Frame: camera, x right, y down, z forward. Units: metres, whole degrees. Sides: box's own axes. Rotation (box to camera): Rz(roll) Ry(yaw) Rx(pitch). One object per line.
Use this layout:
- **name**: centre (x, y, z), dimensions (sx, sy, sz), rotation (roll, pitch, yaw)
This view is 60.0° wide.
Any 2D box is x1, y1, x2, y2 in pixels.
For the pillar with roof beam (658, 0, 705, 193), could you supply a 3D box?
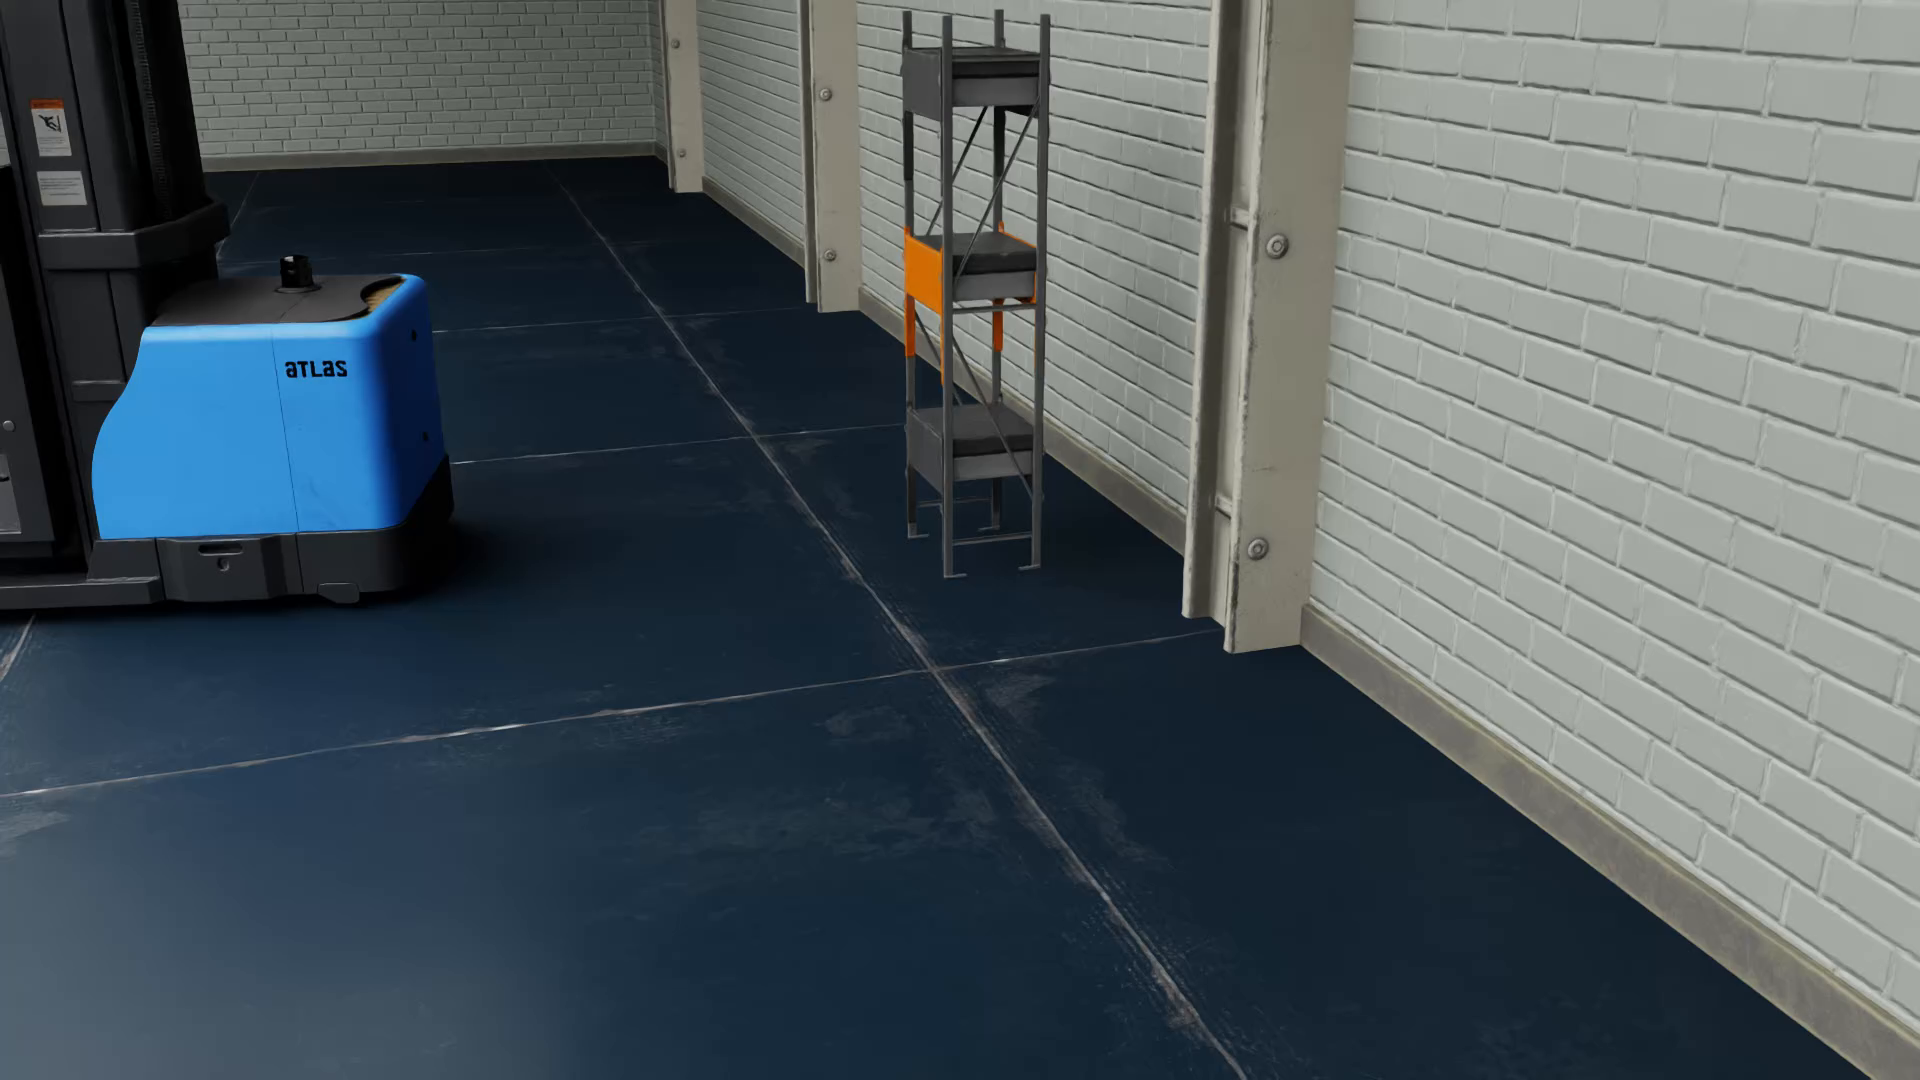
- **pillar with roof beam**: centre (-6.831, -7.311, 13.958), dimensions (9.100, 9.000, 0.400), rotation (-6, 21, -17)

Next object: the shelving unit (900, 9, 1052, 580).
- **shelving unit**: centre (0.052, -0.935, 6.414), dimensions (0.431, 2.100, 0.503), rotation (-6, 21, -17)

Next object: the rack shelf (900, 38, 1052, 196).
- **rack shelf**: centre (0.052, -1.581, 6.182), dimensions (0.431, 0.518, 0.480), rotation (-6, 21, -17)

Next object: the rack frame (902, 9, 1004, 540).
- **rack frame**: centre (-0.025, -1.013, 6.632), dimensions (0.400, 2.100, 0.015), rotation (-6, 21, -17)

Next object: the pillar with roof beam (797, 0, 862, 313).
- **pillar with roof beam**: centre (-4.945, -5.385, 8.597), dimensions (9.100, 9.000, 0.400), rotation (-6, 21, -17)

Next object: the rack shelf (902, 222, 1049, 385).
- **rack shelf**: centre (0.052, -0.922, 6.418), dimensions (0.431, 0.518, 0.480), rotation (-6, 21, -17)

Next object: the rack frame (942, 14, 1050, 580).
- **rack frame**: centre (0.129, -0.857, 6.196), dimensions (0.400, 2.100, 0.015), rotation (-6, 21, -17)

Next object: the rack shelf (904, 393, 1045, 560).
- **rack shelf**: centre (0.052, -0.263, 6.655), dimensions (0.431, 0.518, 0.480), rotation (-6, 21, -17)

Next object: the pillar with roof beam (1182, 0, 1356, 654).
- **pillar with roof beam**: centre (-3.059, -3.460, 3.236), dimensions (9.100, 9.000, 0.400), rotation (-6, 21, -17)

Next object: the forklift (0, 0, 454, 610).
- **forklift**: centre (-3.608, -1.243, 6.041), dimensions (3.031, 2.935, 1.130), rotation (-2, 20, -6)
